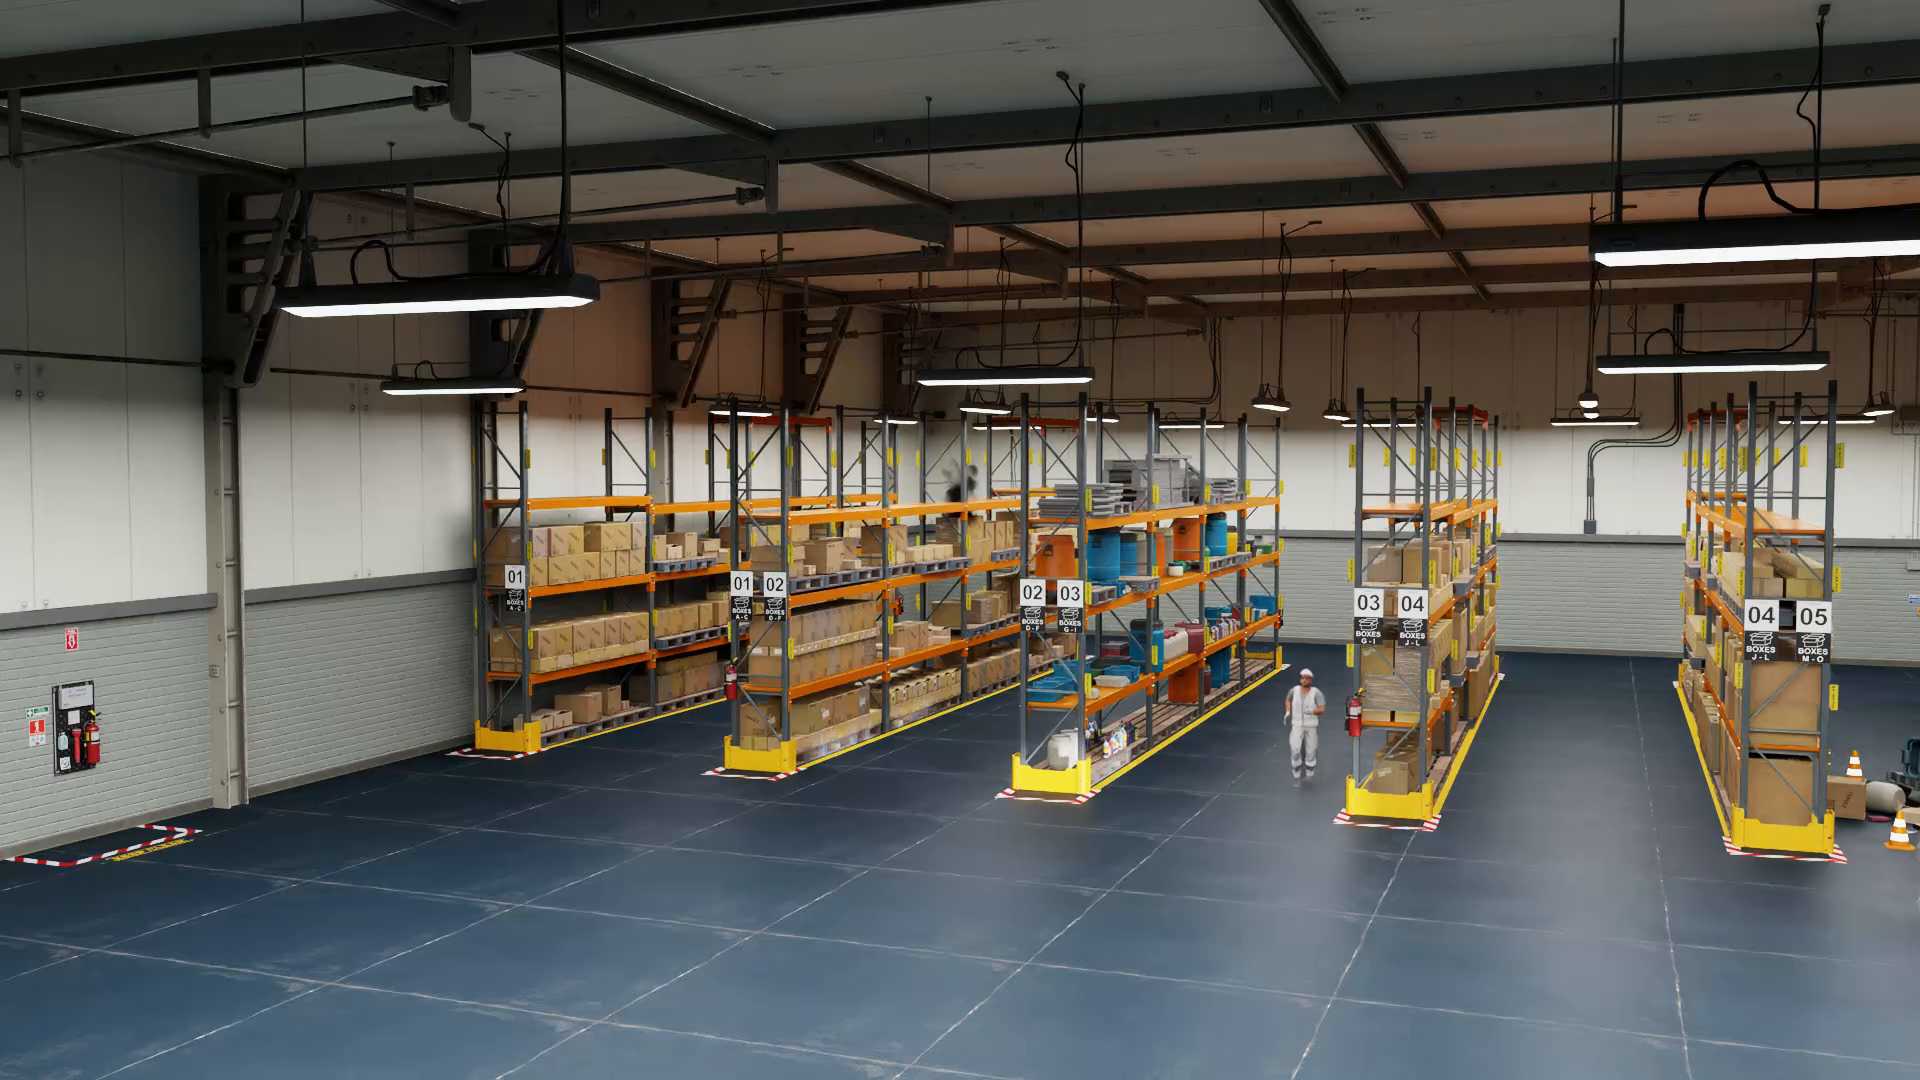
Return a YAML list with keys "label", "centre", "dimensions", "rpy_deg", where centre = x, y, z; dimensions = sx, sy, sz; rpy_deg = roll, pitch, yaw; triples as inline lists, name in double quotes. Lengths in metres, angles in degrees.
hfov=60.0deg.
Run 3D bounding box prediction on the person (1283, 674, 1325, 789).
- label: "person"
  centre: [5.243, 2.940, 25.343]
  dimensions: [0.643, 1.703, 0.752]
  rpy_deg: [1, 3, 18]
